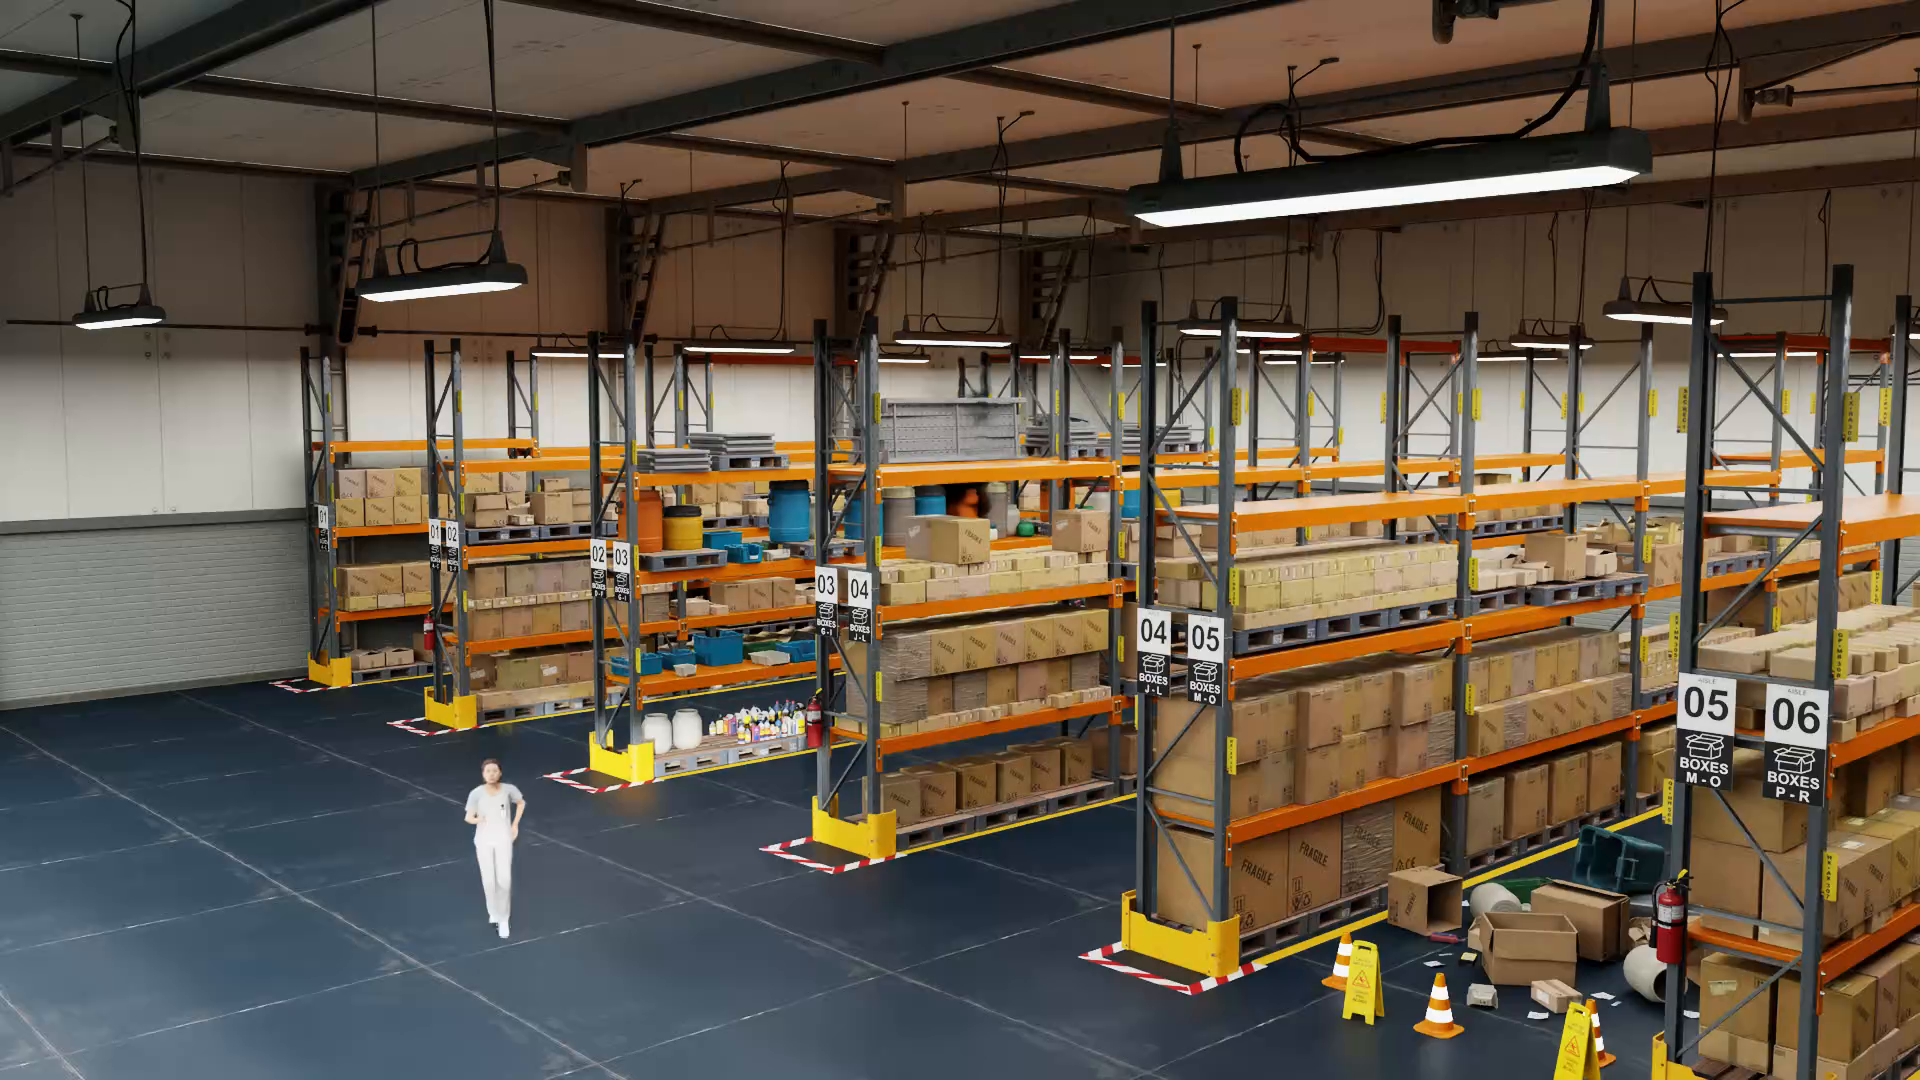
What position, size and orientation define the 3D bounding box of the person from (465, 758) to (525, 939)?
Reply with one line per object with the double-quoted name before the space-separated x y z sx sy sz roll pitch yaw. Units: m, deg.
"person" -4.450 2.935 15.920 0.544 1.705 0.691 -1 5 -11
